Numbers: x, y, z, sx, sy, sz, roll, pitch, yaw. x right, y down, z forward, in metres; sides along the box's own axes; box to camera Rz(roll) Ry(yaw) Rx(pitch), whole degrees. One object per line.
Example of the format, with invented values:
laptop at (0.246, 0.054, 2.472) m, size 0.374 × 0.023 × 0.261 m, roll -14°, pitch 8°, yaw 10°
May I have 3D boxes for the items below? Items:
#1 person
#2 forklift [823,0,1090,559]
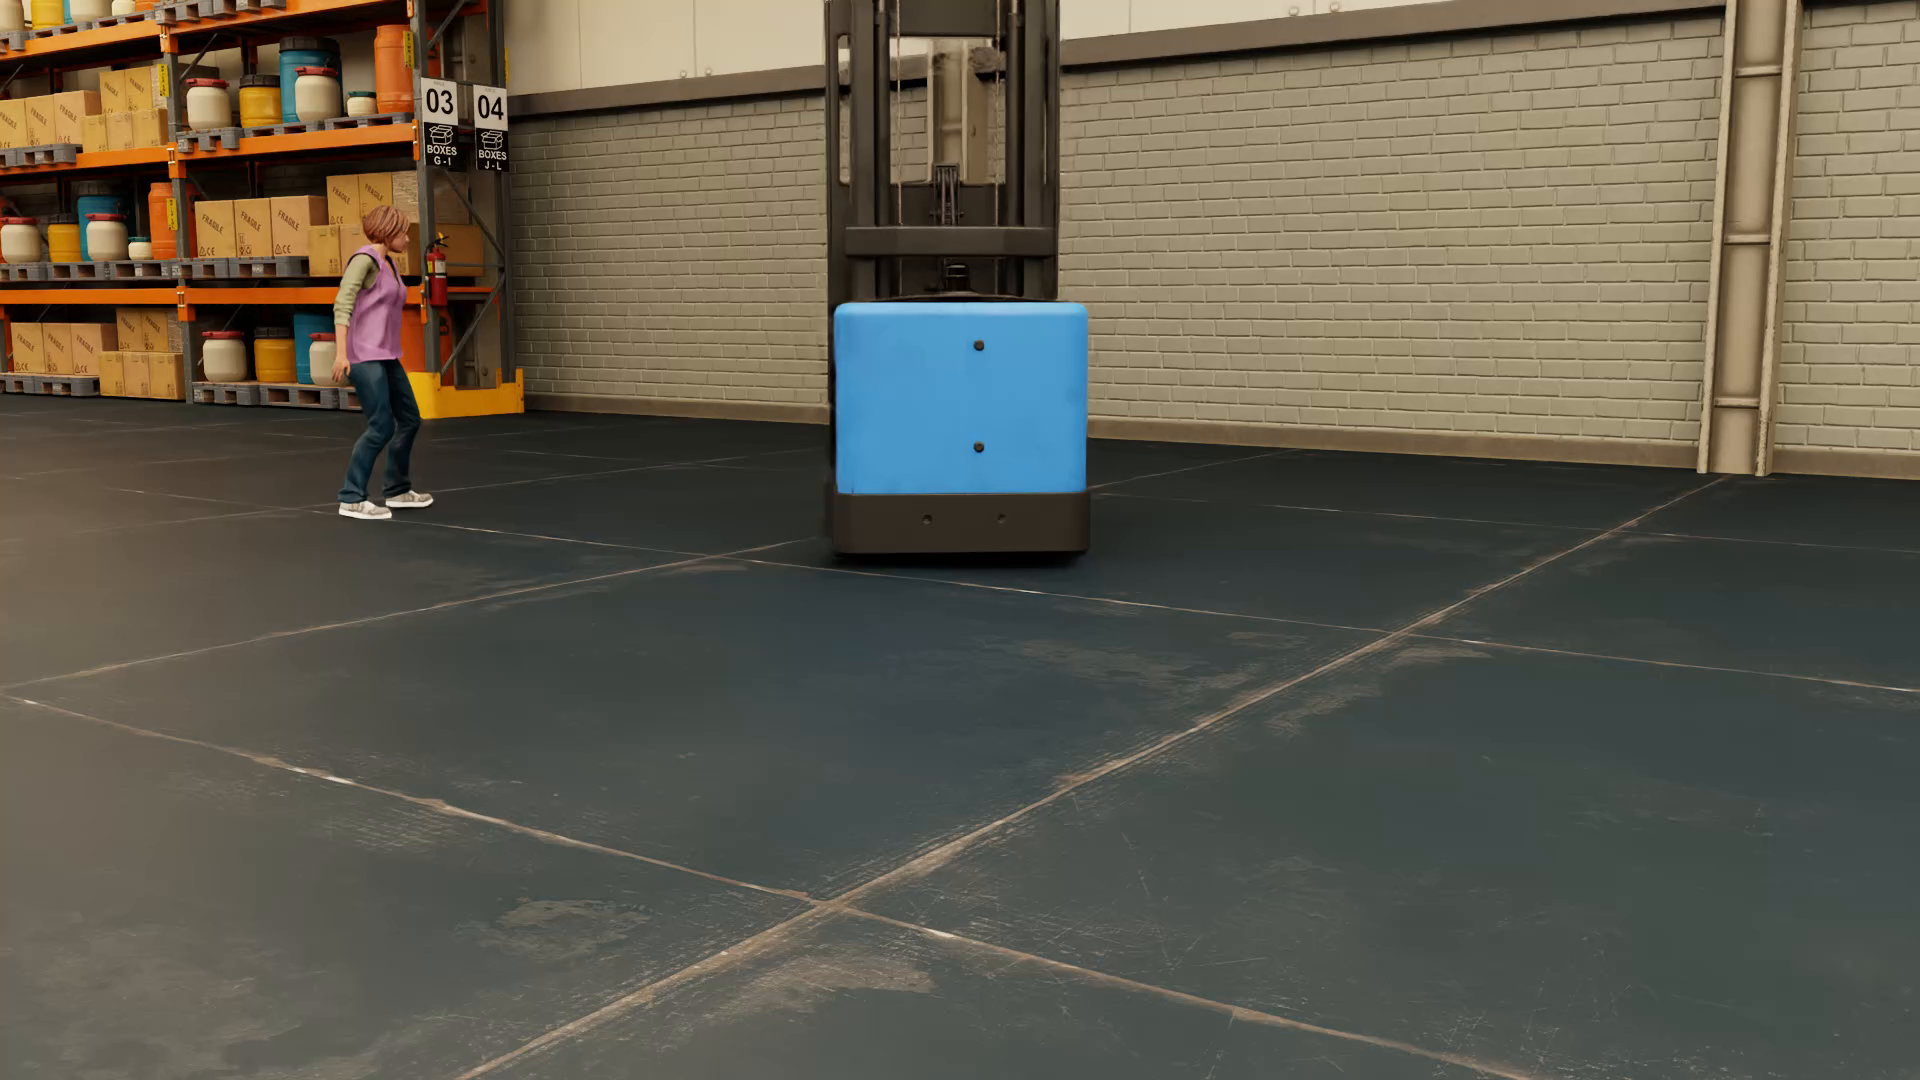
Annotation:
person at (-2.956, -0.896, 8.421) m, size 0.392 × 1.563 × 0.733 m, roll 0°, pitch 8°, yaw -1°
forklift at (-0.102, -1.541, 8.030) m, size 1.130 × 2.935 × 3.031 m, roll -1°, pitch 8°, yaw -5°
